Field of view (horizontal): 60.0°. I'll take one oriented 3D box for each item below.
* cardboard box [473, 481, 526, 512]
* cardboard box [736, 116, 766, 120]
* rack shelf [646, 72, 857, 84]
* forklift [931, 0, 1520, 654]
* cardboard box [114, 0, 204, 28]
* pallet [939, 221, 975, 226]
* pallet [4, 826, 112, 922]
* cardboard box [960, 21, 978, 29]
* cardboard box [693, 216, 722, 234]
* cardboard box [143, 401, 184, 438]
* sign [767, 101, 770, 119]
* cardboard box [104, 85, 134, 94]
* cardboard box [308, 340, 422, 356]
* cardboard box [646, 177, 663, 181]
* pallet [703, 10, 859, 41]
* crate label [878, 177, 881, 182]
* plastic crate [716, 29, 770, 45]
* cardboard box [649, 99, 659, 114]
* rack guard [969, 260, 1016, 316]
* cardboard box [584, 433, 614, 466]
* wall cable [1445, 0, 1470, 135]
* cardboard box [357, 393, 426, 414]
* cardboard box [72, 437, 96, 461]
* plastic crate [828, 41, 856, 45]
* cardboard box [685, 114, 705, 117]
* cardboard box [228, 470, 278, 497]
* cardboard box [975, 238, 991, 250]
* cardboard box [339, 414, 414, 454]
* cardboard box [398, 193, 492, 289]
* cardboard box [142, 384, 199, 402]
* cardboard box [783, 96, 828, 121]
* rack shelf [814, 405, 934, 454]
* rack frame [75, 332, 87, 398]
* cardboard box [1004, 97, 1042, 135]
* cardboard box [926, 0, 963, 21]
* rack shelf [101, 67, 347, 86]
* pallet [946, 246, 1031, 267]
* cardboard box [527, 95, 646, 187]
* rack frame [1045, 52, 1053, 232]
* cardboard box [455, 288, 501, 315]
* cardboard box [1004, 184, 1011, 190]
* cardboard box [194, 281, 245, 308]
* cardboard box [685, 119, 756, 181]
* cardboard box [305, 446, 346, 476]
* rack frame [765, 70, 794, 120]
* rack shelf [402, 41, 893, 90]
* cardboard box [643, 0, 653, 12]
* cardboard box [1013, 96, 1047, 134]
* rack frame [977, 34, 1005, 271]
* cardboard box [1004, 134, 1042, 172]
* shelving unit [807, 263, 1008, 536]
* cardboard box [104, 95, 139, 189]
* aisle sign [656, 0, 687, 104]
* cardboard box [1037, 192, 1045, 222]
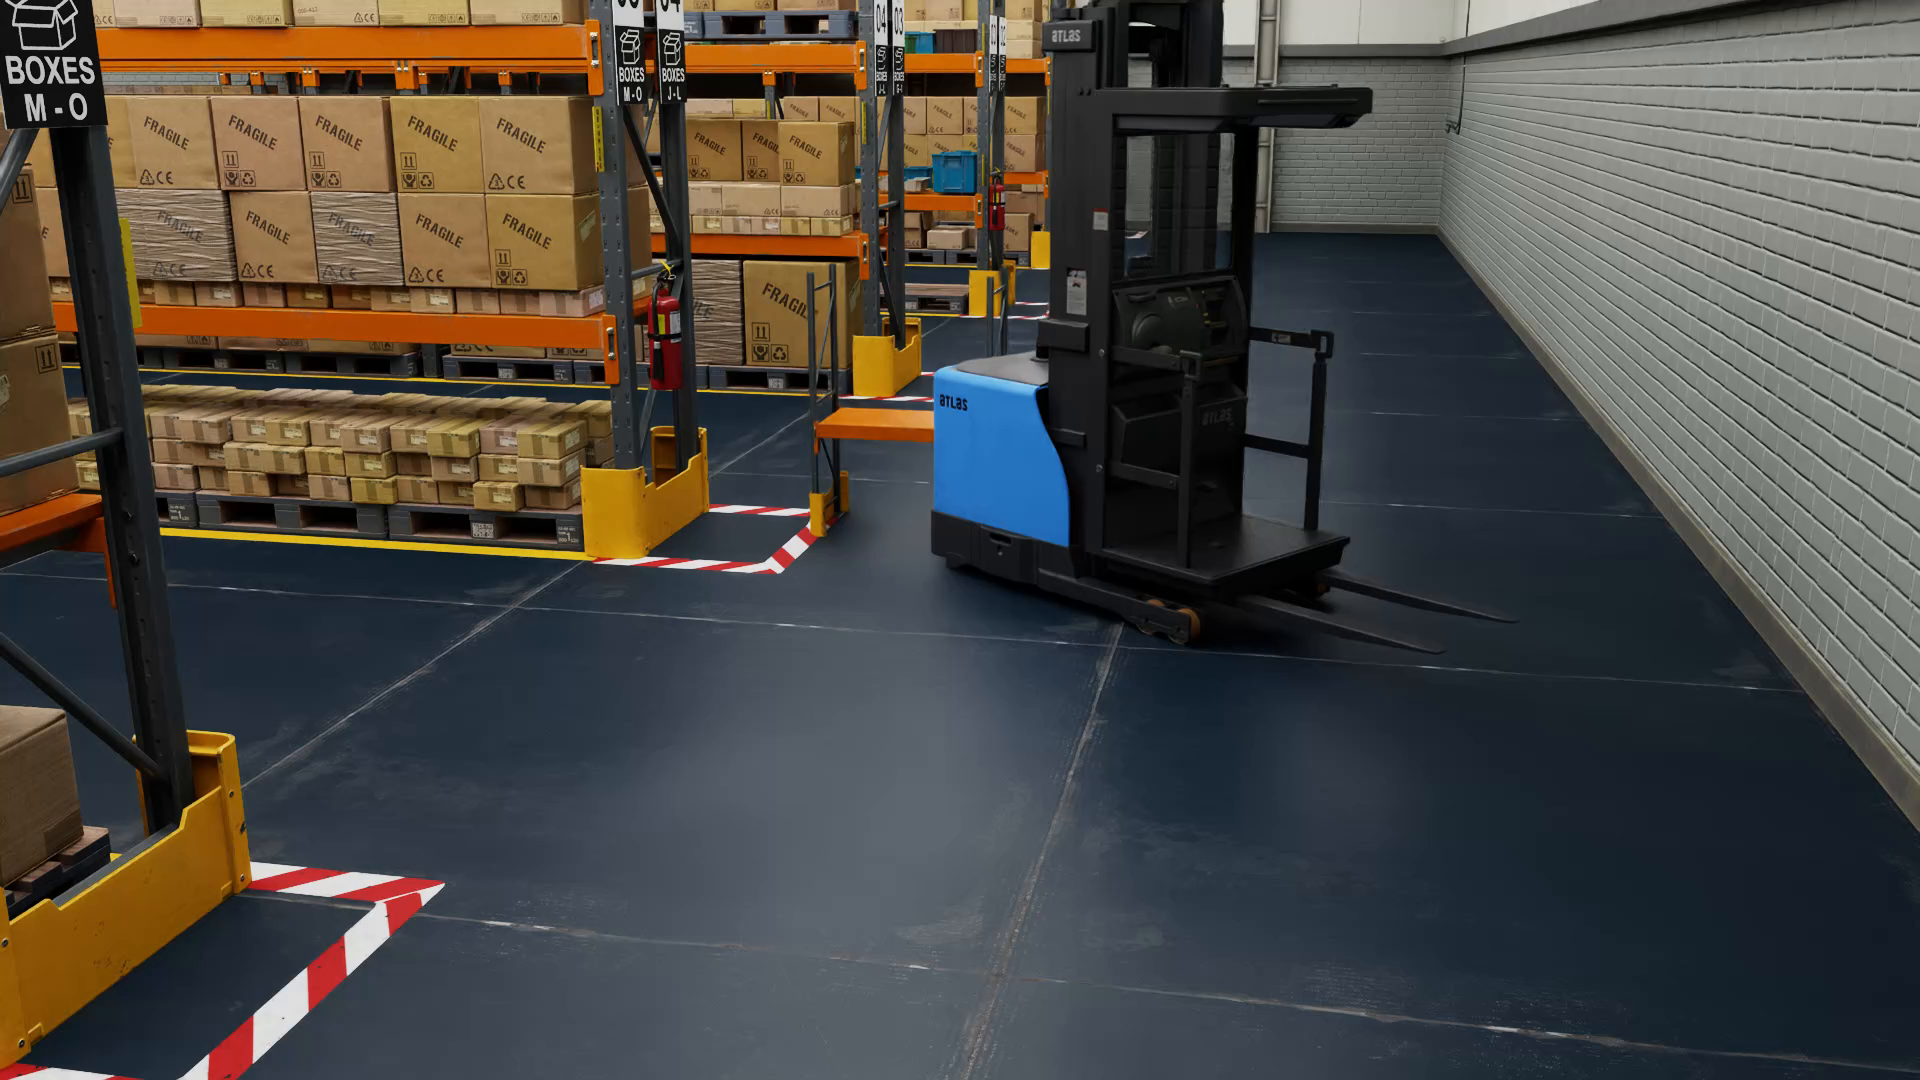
[{"bbox_3d":[-2.557,-0.283,9.448,0.250,0.149,0.380,4,16,13],"label":"cardboard box"},{"bbox_3d":[-3.002,-5.924,24.286,0.500,0.500,0.700,-2,16,-8],"label":"cardboard box"},{"bbox_3d":[-3.558,-8.091,28.811,4.000,0.370,1.077,3,16,11],"label":"rack shelf"},{"bbox_3d":[1.215,-1.082,7.906,1.130,2.935,3.031,-14,21,-41],"label":"forklift"},{"bbox_3d":[-4.247,-2.929,9.109,0.500,0.250,0.500,4,16,13],"label":"cardboard box"},{"bbox_3d":[0.330,-5.417,28.652,1.213,0.211,1.003,3,16,11],"label":"pallet"},{"bbox_3d":[-3.414,1.128,5.023,1.213,0.211,1.003,3,16,11],"label":"pallet"},{"bbox_3d":[0.293,-6.978,22.791,0.500,0.250,0.500,3,16,11],"label":"cardboard box"},{"bbox_3d":[-2.056,-2.651,13.916,0.250,0.149,0.380,3,16,10],"label":"cardboard box"},{"bbox_3d":[-4.835,-0.718,9.906,0.250,0.149,0.380,3,16,10],"label":"cardboard box"},{"bbox_3d":[-2.689,-6.002,23.373,0.005,0.325,0.100,3,16,11],"label":"sign"},{"bbox_3d":[-12.824,-6.817,25.867,0.500,0.500,0.700,3,16,11],"label":"cardboard box"},{"bbox_3d":[-5.191,-2.206,15.030,0.875,0.875,1.225,3,16,11],"label":"cardboard box"},{"bbox_3d":[-2.571,-3.033,14.546,0.500,0.250,0.500,3,16,10],"label":"cardboard box"},{"bbox_3d":[-1.369,-4.225,13.674,1.213,0.211,1.003,3,16,11],"label":"pallet"},{"bbox_3d":[-1.047,-4.007,18.720,0.243,0.136,0.396,3,16,11],"label":"crate label"},{"bbox_3d":[-2.410,-5.539,18.495,0.590,0.269,0.497,3,16,11],"label":"plastic crate"},{"bbox_3d":[-5.097,-7.568,29.008,0.500,0.250,0.500,3,16,12],"label":"cardboard box"},{"bbox_3d":[0.373,-2.879,18.949,0.348,0.500,1.175,3,16,11],"label":"rack guard"},{"bbox_3d":[-2.190,-0.561,9.893,0.250,0.149,0.380,4,16,13],"label":"cardboard box"},{"bbox_3d":[7.792,-7.673,26.153,0.112,2.526,3.097,3,16,11],"label":"wall cable"},{"bbox_3d":[-3.467,-0.790,10.166,0.250,0.149,0.380,3,16,12],"label":"cardboard box"},{"bbox_3d":[-5.090,-0.585,9.983,0.250,0.149,0.380,3,16,11],"label":"cardboard box"},{"bbox_3d":[-1.095,-5.650,18.768,0.767,0.338,0.504,3,16,11],"label":"plastic crate"},{"bbox_3d":[-4.582,-7.177,29.000,0.500,0.500,0.500,4,16,13],"label":"cardboard box"},{"bbox_3d":[-4.075,-0.373,9.774,0.250,0.149,0.380,3,16,10],"label":"cardboard box"},{"bbox_3d":[0.377,-4.233,23.639,0.250,0.166,0.380,3,16,11],"label":"cardboard box"},{"bbox_3d":[-3.326,-0.610,9.514,0.250,0.149,0.380,4,16,13],"label":"cardboard box"},{"bbox_3d":[-2.723,-1.671,9.159,0.500,0.500,0.500,3,16,10],"label":"cardboard box"},{"bbox_3d":[-4.988,-0.868,10.444,0.250,0.149,0.380,3,16,12],"label":"cardboard box"},{"bbox_3d":[-2.176,-6.021,23.550,0.500,0.500,0.500,4,16,13],"label":"cardboard box"},{"bbox_3d":[-0.289,-0.622,9.603,1.000,0.185,0.538,3,16,11],"label":"rack shelf"},{"bbox_3d":[-5.647,-1.706,10.033,0.127,3.000,1.000,3,16,11],"label":"rack frame"},{"bbox_3d":[0.847,-5.859,22.964,0.500,0.500,0.500,3,16,11],"label":"cardboard box"},{"bbox_3d":[-0.153,-7.423,22.991,0.500,0.500,0.700,3,16,11],"label":"cardboard box"},{"bbox_3d":[-9.452,-5.712,20.223,4.000,0.370,1.077,3,16,11],"label":"rack shelf"},{"bbox_3d":[0.482,-4.079,23.824,1.213,0.211,1.003,3,16,11],"label":"pallet"},{"bbox_3d":[-2.115,-2.260,9.416,0.500,0.500,0.500,3,16,11],"label":"cardboard box"},{"bbox_3d":[1.338,-5.377,23.285,0.127,3.000,1.000,3,16,11],"label":"rack frame"},{"bbox_3d":[-2.588,-1.348,9.212,0.250,0.149,0.380,3,16,11],"label":"cardboard box"},{"bbox_3d":[0.786,-6.094,28.553,0.250,0.149,0.380,3,16,12],"label":"cardboard box"},{"bbox_3d":[-4.135,-1.427,9.497,0.250,0.149,0.380,4,16,14],"label":"cardboard box"},{"bbox_3d":[-2.055,-3.367,14.347,0.500,0.500,0.500,3,16,10],"label":"cardboard box"},{"bbox_3d":[-3.569,-0.489,9.634,0.250,0.149,0.380,4,16,14],"label":"cardboard box"},{"bbox_3d":[-2.582,-5.590,24.053,0.127,3.000,1.000,3,16,11],"label":"rack frame"},{"bbox_3d":[-2.600,-3.991,14.010,4.000,0.370,1.077,3,16,11],"label":"rack shelf"},{"bbox_3d":[-2.771,-4.622,13.779,0.500,0.500,0.700,4,16,14],"label":"cardboard box"},{"bbox_3d":[0.955,-6.000,23.472,0.500,0.500,0.500,4,16,13],"label":"cardboard box"},{"bbox_3d":[0.347,-4.081,18.607,0.127,3.000,1.000,3,16,11],"label":"rack frame"},{"bbox_3d":[0.845,-5.378,23.100,0.500,0.500,0.500,4,16,13],"label":"cardboard box"},{"bbox_3d":[-0.280,-0.795,9.554,1.083,1.500,0.587,3,16,11],"label":"shelving unit"},{"bbox_3d":[-4.743,-2.269,9.445,0.500,0.500,0.500,3,16,9],"label":"cardboard box"},{"bbox_3d":[-1.596,-2.821,9.187,0.004,0.787,0.394,3,16,11],"label":"aisle sign"},{"bbox_3d":[1.615,-5.682,28.281,0.500,0.500,0.700,3,16,11],"label":"cardboard box"}]
